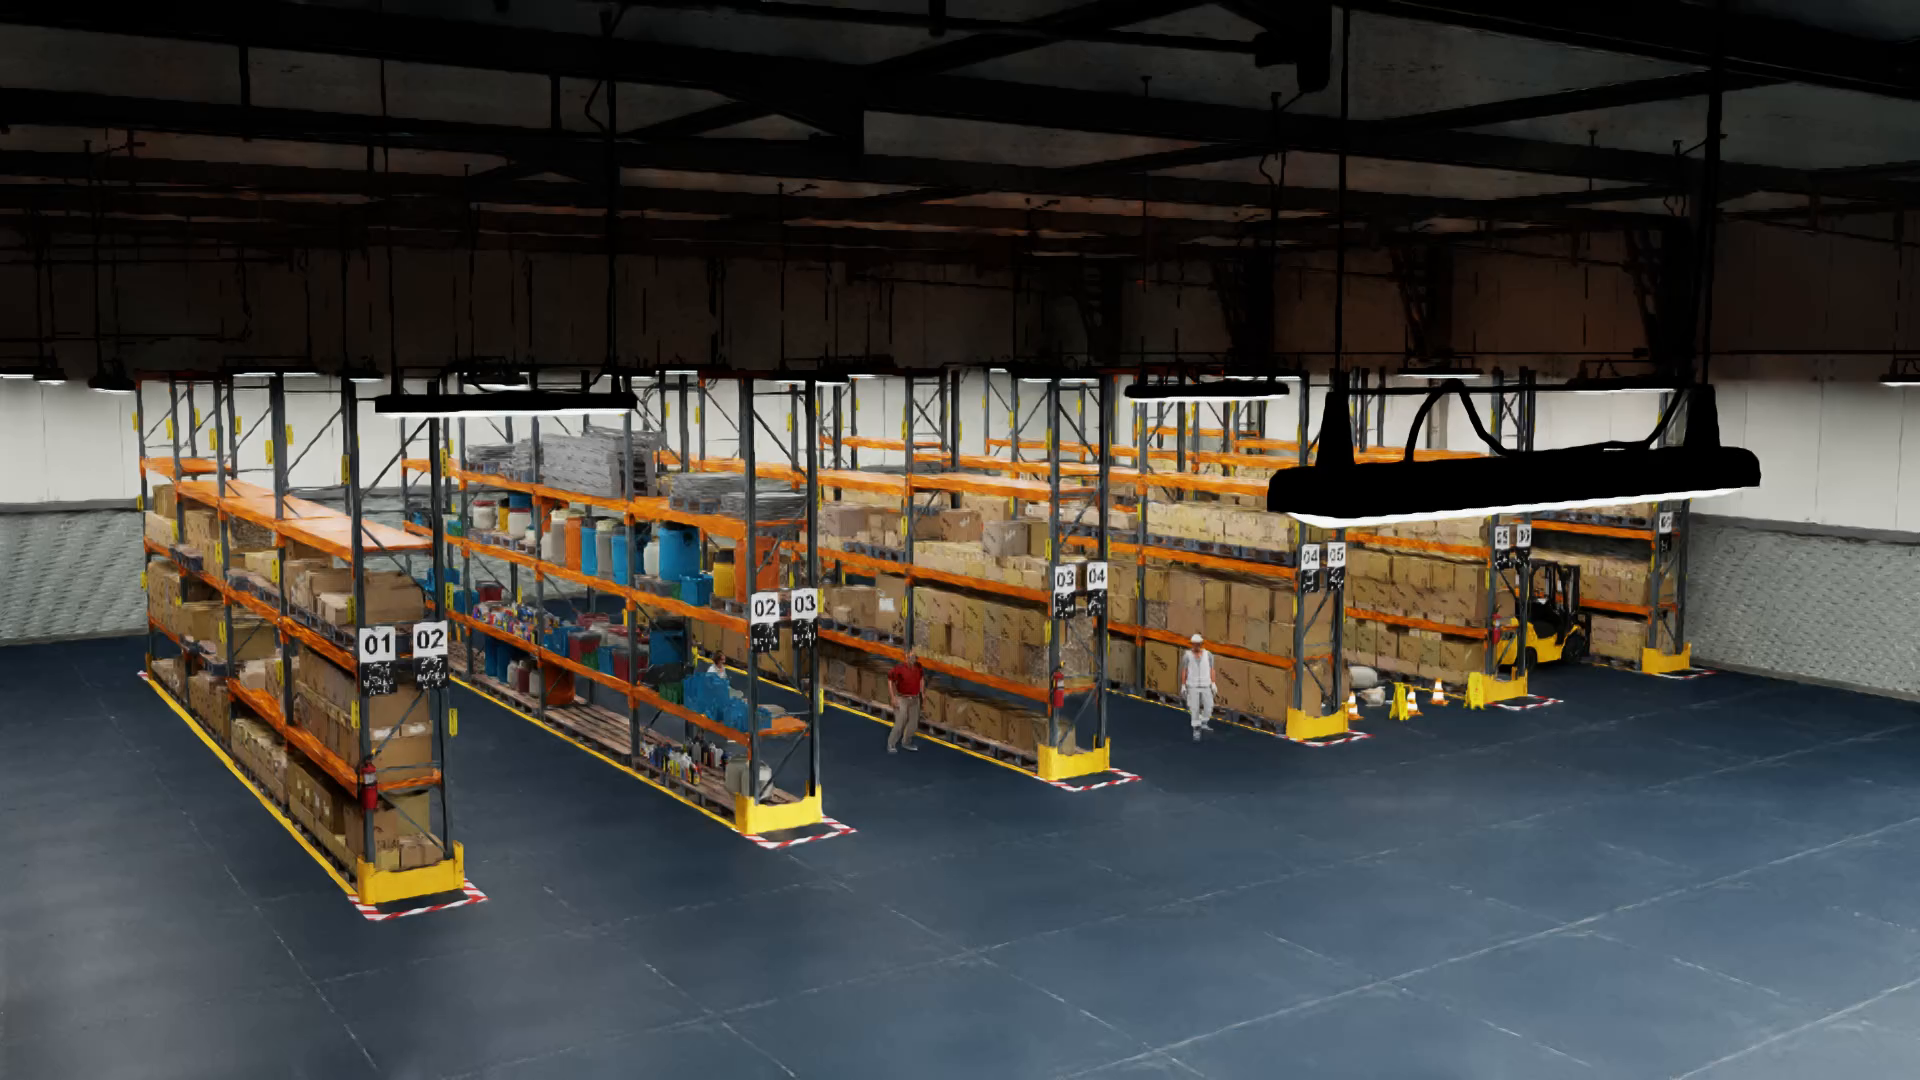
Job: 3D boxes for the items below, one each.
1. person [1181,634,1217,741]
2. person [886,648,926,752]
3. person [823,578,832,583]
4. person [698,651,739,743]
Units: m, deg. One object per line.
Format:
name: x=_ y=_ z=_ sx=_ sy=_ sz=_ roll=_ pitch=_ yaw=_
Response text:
person: x=3.906 y=2.386 z=27.214 sx=0.588 sy=1.776 sz=0.576 roll=0 pitch=6 yaw=1
person: x=-0.854 y=2.530 z=26.387 sx=0.682 sy=1.676 sz=0.529 roll=-5 pitch=8 yaw=-35
person: x=-2.833 y=1.571 z=35.081 sx=0.497 sy=1.573 sz=1.079 roll=-4 pitch=8 yaw=-31
person: x=-3.938 y=2.538 z=26.791 sx=0.683 sy=1.549 sz=0.537 roll=4 pitch=8 yaw=33
